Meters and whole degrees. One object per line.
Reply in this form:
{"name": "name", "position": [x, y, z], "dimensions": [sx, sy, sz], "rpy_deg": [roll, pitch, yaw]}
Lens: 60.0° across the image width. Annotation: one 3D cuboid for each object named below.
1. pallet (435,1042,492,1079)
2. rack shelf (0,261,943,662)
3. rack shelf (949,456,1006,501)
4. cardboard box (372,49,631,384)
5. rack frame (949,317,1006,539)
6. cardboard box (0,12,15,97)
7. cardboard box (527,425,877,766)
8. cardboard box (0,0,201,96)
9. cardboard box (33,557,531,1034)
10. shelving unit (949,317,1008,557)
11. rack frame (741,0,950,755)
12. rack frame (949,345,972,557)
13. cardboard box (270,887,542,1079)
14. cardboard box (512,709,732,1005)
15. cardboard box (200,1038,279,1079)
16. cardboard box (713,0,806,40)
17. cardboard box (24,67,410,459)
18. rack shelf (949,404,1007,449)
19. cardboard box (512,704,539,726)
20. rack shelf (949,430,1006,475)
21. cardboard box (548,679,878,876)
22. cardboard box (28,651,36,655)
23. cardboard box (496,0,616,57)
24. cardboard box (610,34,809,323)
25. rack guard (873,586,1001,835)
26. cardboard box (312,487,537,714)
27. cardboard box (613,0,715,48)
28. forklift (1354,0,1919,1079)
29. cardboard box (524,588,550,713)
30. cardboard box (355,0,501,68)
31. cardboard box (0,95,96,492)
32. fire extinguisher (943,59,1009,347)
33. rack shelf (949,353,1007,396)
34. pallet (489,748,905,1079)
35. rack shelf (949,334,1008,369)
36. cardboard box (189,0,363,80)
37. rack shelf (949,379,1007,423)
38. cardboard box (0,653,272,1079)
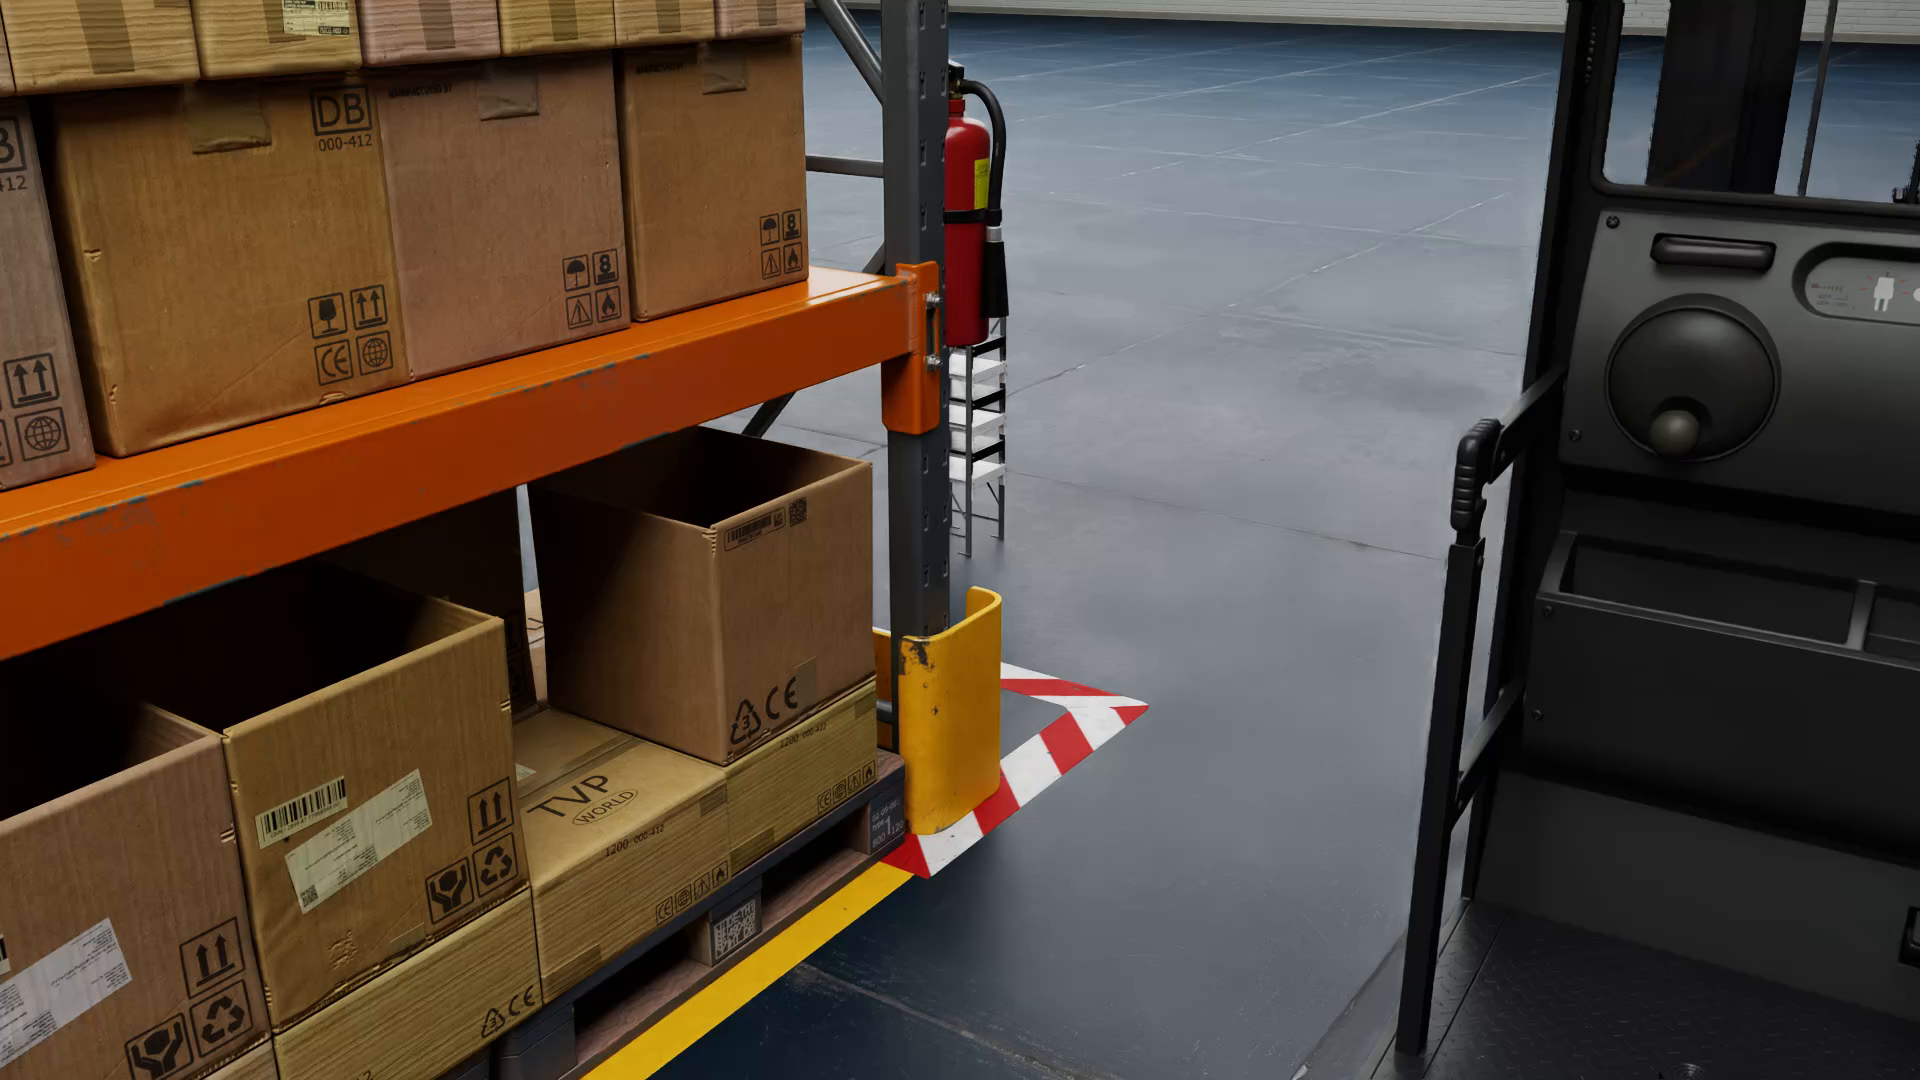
{"name": "pallet", "position": [-1.551, 1.021, 2.699], "dimensions": [1.003, 0.211, 1.213], "rpy_deg": [13, 24, 32]}
{"name": "rack shelf", "position": [-1.594, 0.049, 2.347], "dimensions": [1.077, 0.370, 4.000], "rpy_deg": [13, 24, 32]}
{"name": "rack shelf", "position": [-0.005, -0.220, 5.677], "dimensions": [0.258, 0.077, 0.200], "rpy_deg": [13, 24, 32]}
{"name": "cardboard box", "position": [-1.034, -0.626, 2.991], "dimensions": [0.700, 0.500, 0.500], "rpy_deg": [14, 24, 33]}
{"name": "rack frame", "position": [0.053, -0.449, 5.681], "dimensions": [0.240, 0.900, 0.006], "rpy_deg": [13, 24, 32]}
{"name": "cardboard box", "position": [-1.397, -0.621, 2.042], "dimensions": [0.380, 0.149, 0.250], "rpy_deg": [13, 24, 31]}
{"name": "cardboard box", "position": [-0.525, 0.090, 3.474], "dimensions": [0.500, 0.500, 0.500], "rpy_deg": [13, 24, 32]}
{"name": "cardboard box", "position": [-1.253, -0.695, 2.241], "dimensions": [0.380, 0.149, 0.250], "rpy_deg": [14, 25, 33]}
{"name": "cardboard box", "position": [-1.075, 0.380, 2.691], "dimensions": [0.500, 0.500, 0.500], "rpy_deg": [13, 24, 32]}
{"name": "shelving unit", "position": [-0.005, -0.420, 5.603], "dimensions": [0.258, 0.900, 0.210], "rpy_deg": [13, 24, 32]}
{"name": "rack frame", "position": [-0.469, -0.863, 3.773], "dimensions": [1.000, 3.000, 0.127], "rpy_deg": [13, 24, 32]}
{"name": "rack frame", "position": [-0.062, -0.391, 5.524], "dimensions": [0.240, 0.900, 0.006], "rpy_deg": [13, 24, 32]}
{"name": "cardboard box", "position": [-1.077, 0.731, 2.823], "dimensions": [0.500, 0.250, 0.500], "rpy_deg": [13, 24, 32]}
{"name": "cardboard box", "position": [-0.798, 0.587, 3.211], "dimensions": [0.500, 0.250, 0.500], "rpy_deg": [13, 24, 32]}
{"name": "cardboard box", "position": [-1.360, 0.874, 2.436], "dimensions": [0.500, 0.250, 0.500], "rpy_deg": [13, 24, 32]}
{"name": "cardboard box", "position": [-0.527, -1.067, 3.246], "dimensions": [0.380, 0.149, 0.250], "rpy_deg": [13, 24, 31]}
{"name": "cardboard box", "position": [-1.318, -0.485, 2.608], "dimensions": [0.700, 0.500, 0.500], "rpy_deg": [13, 24, 32]}
{"name": "rack shelf", "position": [-0.005, -0.388, 5.614], "dimensions": [0.258, 0.077, 0.200], "rpy_deg": [13, 24, 32]}
{"name": "cardboard box", "position": [-1.233, 0.485, 3.489], "dimensions": [0.500, 0.250, 0.500], "rpy_deg": [13, 24, 32]}
{"name": "rack shelf", "position": [-0.005, -0.304, 5.645], "dimensions": [0.258, 0.077, 0.200], "rpy_deg": [13, 24, 32]}
{"name": "cardboard box", "position": [-0.526, 0.442, 3.606], "dimensions": [0.500, 0.250, 0.500], "rpy_deg": [13, 24, 32]}
{"name": "cardboard box", "position": [-1.505, 0.279, 2.965], "dimensions": [0.500, 0.500, 0.500], "rpy_deg": [13, 24, 32]}
{"name": "cardboard box", "position": [-0.816, -0.918, 2.844], "dimensions": [0.380, 0.149, 0.250], "rpy_deg": [13, 24, 31]}
{"name": "cardboard box", "position": [-0.742, -0.778, 3.400], "dimensions": [0.700, 0.500, 0.500], "rpy_deg": [13, 24, 32]}
{"name": "rack guard", "position": [-0.456, 0.303, 4.225], "dimensions": [1.175, 0.500, 0.348], "rpy_deg": [13, 24, 32]}
{"name": "cardboard box", "position": [-1.234, 0.133, 3.360], "dimensions": [0.500, 0.500, 0.500], "rpy_deg": [13, 24, 32]}
{"name": "cardboard box", "position": [-0.673, -0.992, 3.043], "dimensions": [0.380, 0.149, 0.250], "rpy_deg": [14, 24, 33]}
{"name": "forklift", "position": [1.263, -0.240, 2.189], "dimensions": [1.130, 2.935, 3.031], "rpy_deg": [12, 23, 29]}
{"name": "cardboard box", "position": [-0.955, 0.341, 3.879], "dimensions": [0.500, 0.250, 0.500], "rpy_deg": [13, 24, 32]}
{"name": "cardboard box", "position": [-0.959, -0.846, 2.650], "dimensions": [0.380, 0.149, 0.250], "rpy_deg": [14, 24, 33]}
{"name": "cardboard box", "position": [-1.610, -0.333, 2.198], "dimensions": [0.700, 0.500, 0.500], "rpy_deg": [14, 25, 33]}
{"name": "fire extinguisher", "position": [-0.019, -0.770, 3.633], "dimensions": [0.296, 0.674, 0.183], "rpy_deg": [13, 24, 32]}
{"name": "rack shelf", "position": [-0.005, -0.557, 5.552], "dimensions": [0.258, 0.077, 0.200], "rpy_deg": [13, 24, 32]}
{"name": "pallet", "position": [-0.865, 0.673, 3.642], "dimensions": [1.003, 0.211, 1.213], "rpy_deg": [13, 24, 32]}
{"name": "rack shelf", "position": [-0.005, -0.642, 5.520], "dimensions": [0.258, 0.077, 0.200], "rpy_deg": [13, 24, 32]}
{"name": "cardboard box", "position": [-1.107, -0.771, 2.446], "dimensions": [0.380, 0.149, 0.250], "rpy_deg": [14, 25, 33]}
{"name": "rack shelf", "position": [-0.005, -0.473, 5.583], "dimensions": [0.258, 0.077, 0.200], "rpy_deg": [13, 24, 32]}
{"name": "cardboard box", "position": [-1.357, 0.523, 2.304], "dimensions": [0.500, 0.500, 0.500], "rpy_deg": [13, 24, 32]}
